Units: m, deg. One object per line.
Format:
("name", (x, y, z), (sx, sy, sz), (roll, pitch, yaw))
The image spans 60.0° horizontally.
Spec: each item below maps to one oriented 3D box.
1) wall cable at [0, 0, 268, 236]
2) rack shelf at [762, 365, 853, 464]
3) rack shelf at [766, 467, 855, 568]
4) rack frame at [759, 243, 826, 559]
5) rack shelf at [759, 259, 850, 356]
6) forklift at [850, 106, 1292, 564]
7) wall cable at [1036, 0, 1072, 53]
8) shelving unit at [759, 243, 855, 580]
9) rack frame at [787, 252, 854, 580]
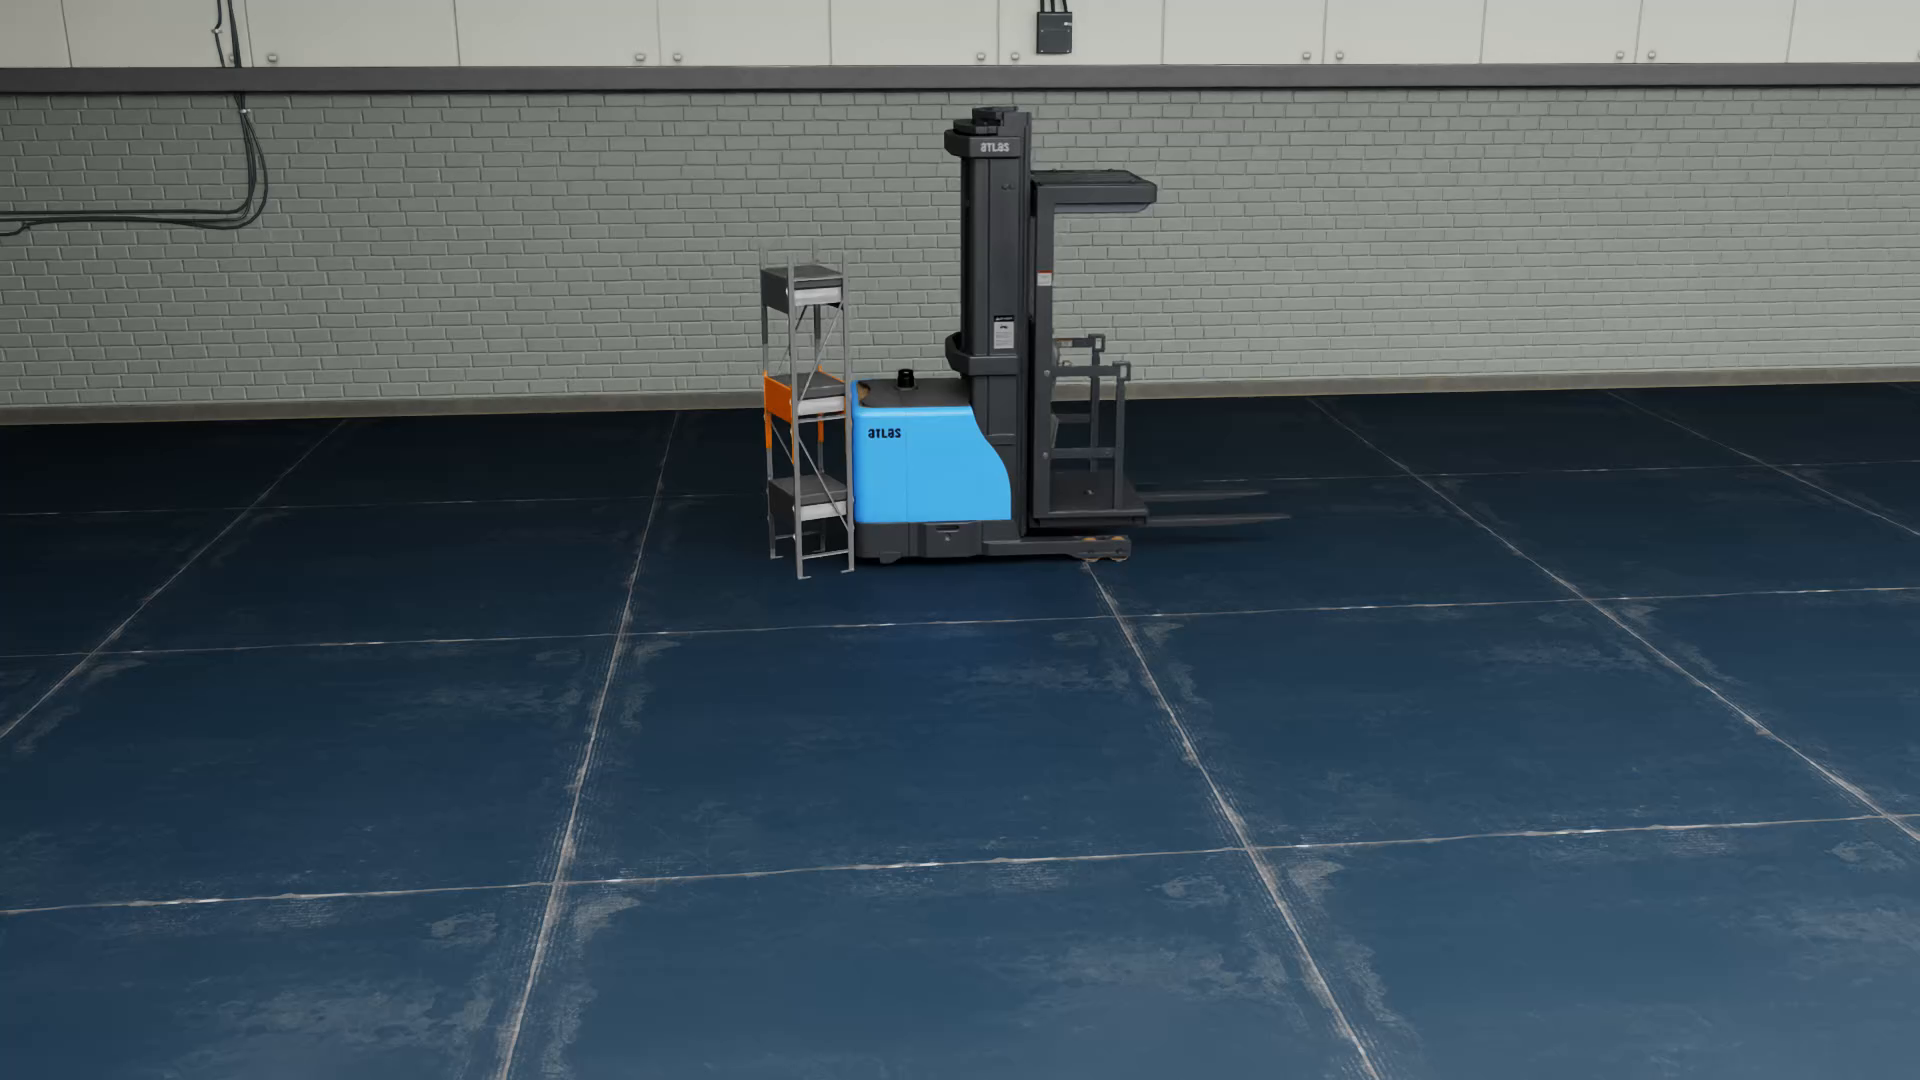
("wall cable", (-7.604, -3.868, 14.157), (3.097, 2.526, 0.112), (-2, 18, -6))
("rack shelf", (-0.994, -0.822, 10.836), (0.431, 0.518, 0.480), (-9, 19, -26))
("rack shelf", (-0.994, -0.154, 11.045), (0.431, 0.518, 0.480), (-9, 19, -26))
("rack frame", (-1.106, -0.900, 11.038), (0.400, 2.100, 0.015), (-9, 19, -26))
("rack shelf", (-0.994, -1.490, 10.626), (0.431, 0.518, 0.480), (-9, 19, -26))
("forklift", (0.746, -1.403, 11.254), (3.031, 2.935, 1.130), (-2, 17, -5))
("wall cable", (1.841, -7.260, 14.102), (2.305, 6.003, 0.169), (-2, 18, -6))
("shelving unit", (-0.994, -0.835, 10.831), (0.431, 2.100, 0.503), (-9, 19, -26))
("rack frame", (-0.883, -0.770, 10.624), (0.400, 2.100, 0.015), (-9, 19, -26))
